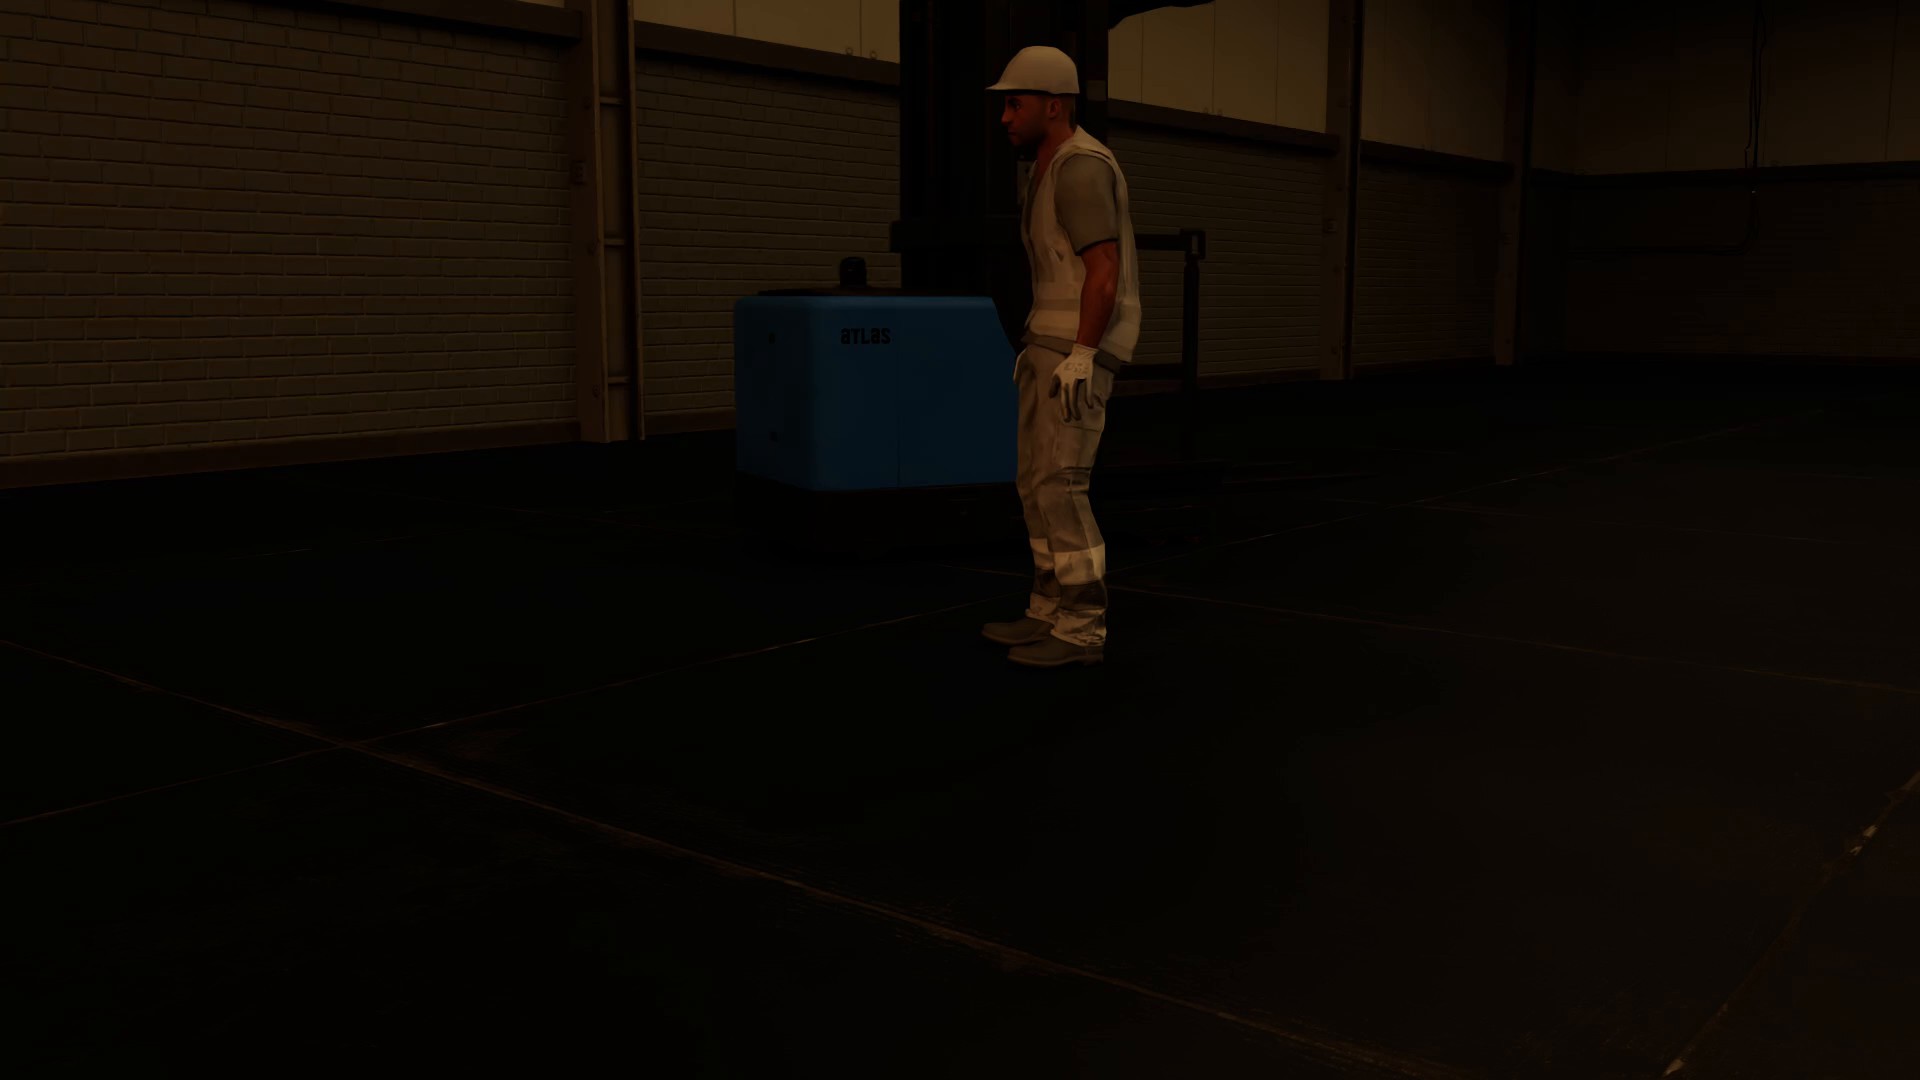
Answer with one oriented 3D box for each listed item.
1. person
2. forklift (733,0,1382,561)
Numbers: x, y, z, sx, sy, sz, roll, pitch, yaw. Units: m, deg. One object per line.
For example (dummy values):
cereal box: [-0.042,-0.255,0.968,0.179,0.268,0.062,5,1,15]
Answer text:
person: [0.283,-0.526,4.877,0.454,1.777,0.612,-1,8,-10]
forklift: [0.543,-1.492,7.479,3.031,2.935,1.130,-4,9,-27]
